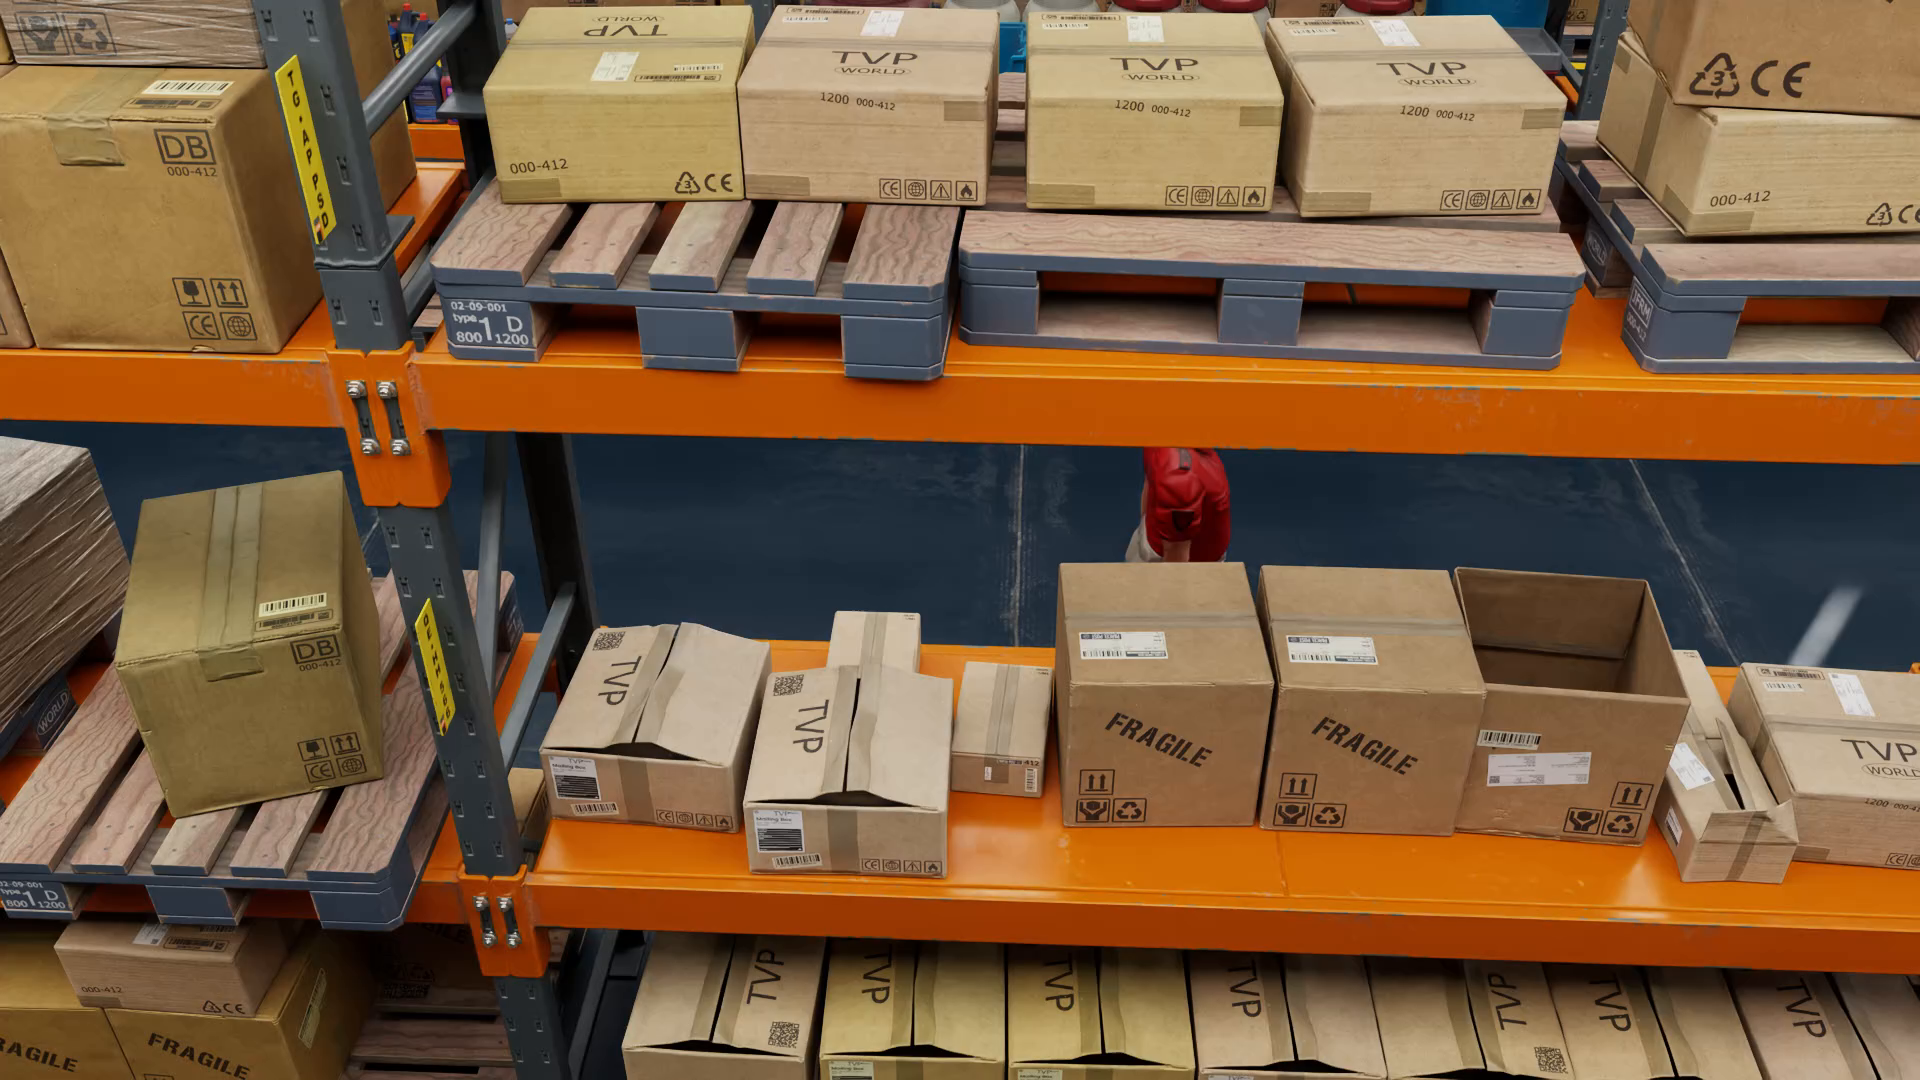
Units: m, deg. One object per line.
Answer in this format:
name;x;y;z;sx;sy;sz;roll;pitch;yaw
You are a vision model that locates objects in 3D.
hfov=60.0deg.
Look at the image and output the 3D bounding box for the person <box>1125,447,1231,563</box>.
person;0.824;0.113;6.015;0.901;1.690;0.553;2;36;3
